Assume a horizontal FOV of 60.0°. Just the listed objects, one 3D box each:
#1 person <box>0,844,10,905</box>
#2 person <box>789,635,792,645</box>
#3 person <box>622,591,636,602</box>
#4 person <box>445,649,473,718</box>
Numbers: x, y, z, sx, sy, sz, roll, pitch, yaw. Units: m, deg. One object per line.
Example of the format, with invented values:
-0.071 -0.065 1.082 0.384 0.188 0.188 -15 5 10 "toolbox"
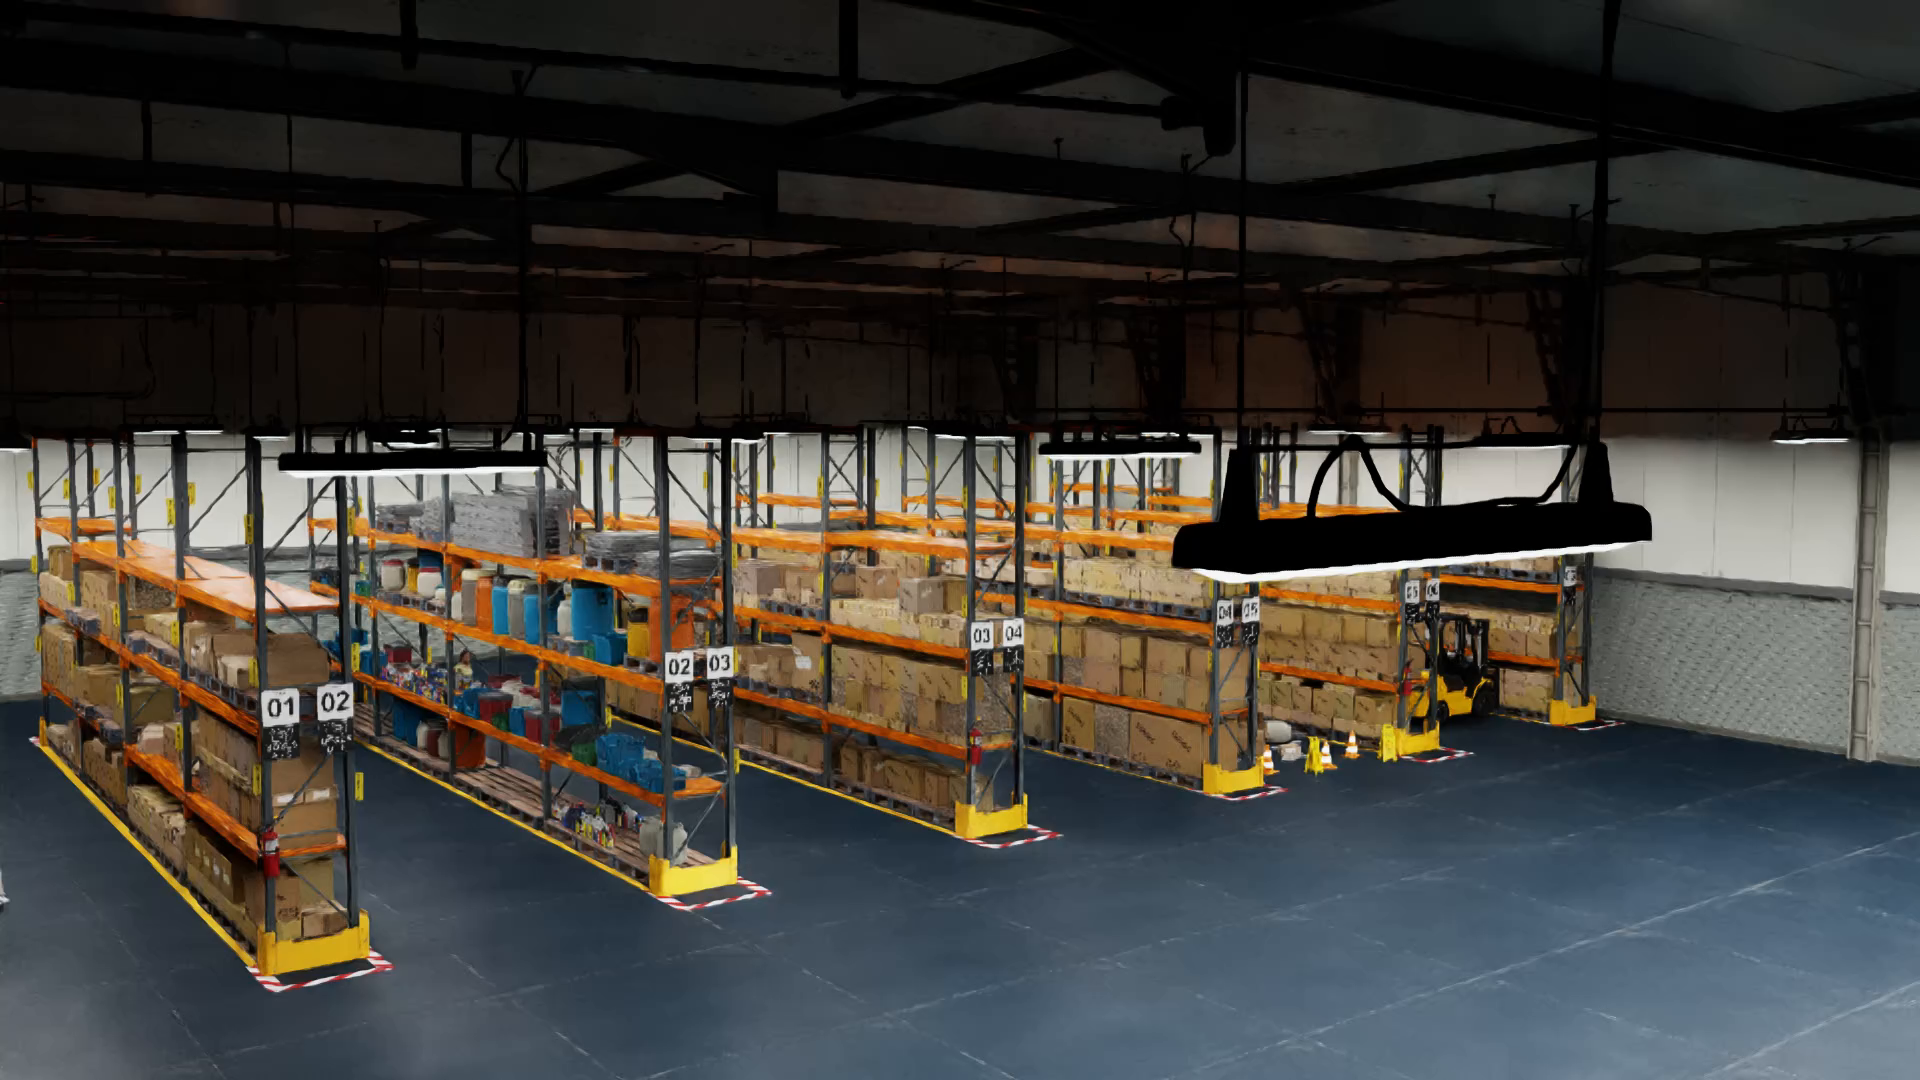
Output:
-12.543 3.792 21.198 0.580 1.715 1.102 -4 6 -45 "person"
-4.079 2.203 42.232 0.667 1.652 0.507 3 5 29 "person"
-8.518 2.130 42.747 0.579 1.708 0.551 0 4 -1 "person"
-9.832 3.058 32.877 0.817 1.365 0.620 3 5 35 "person"
